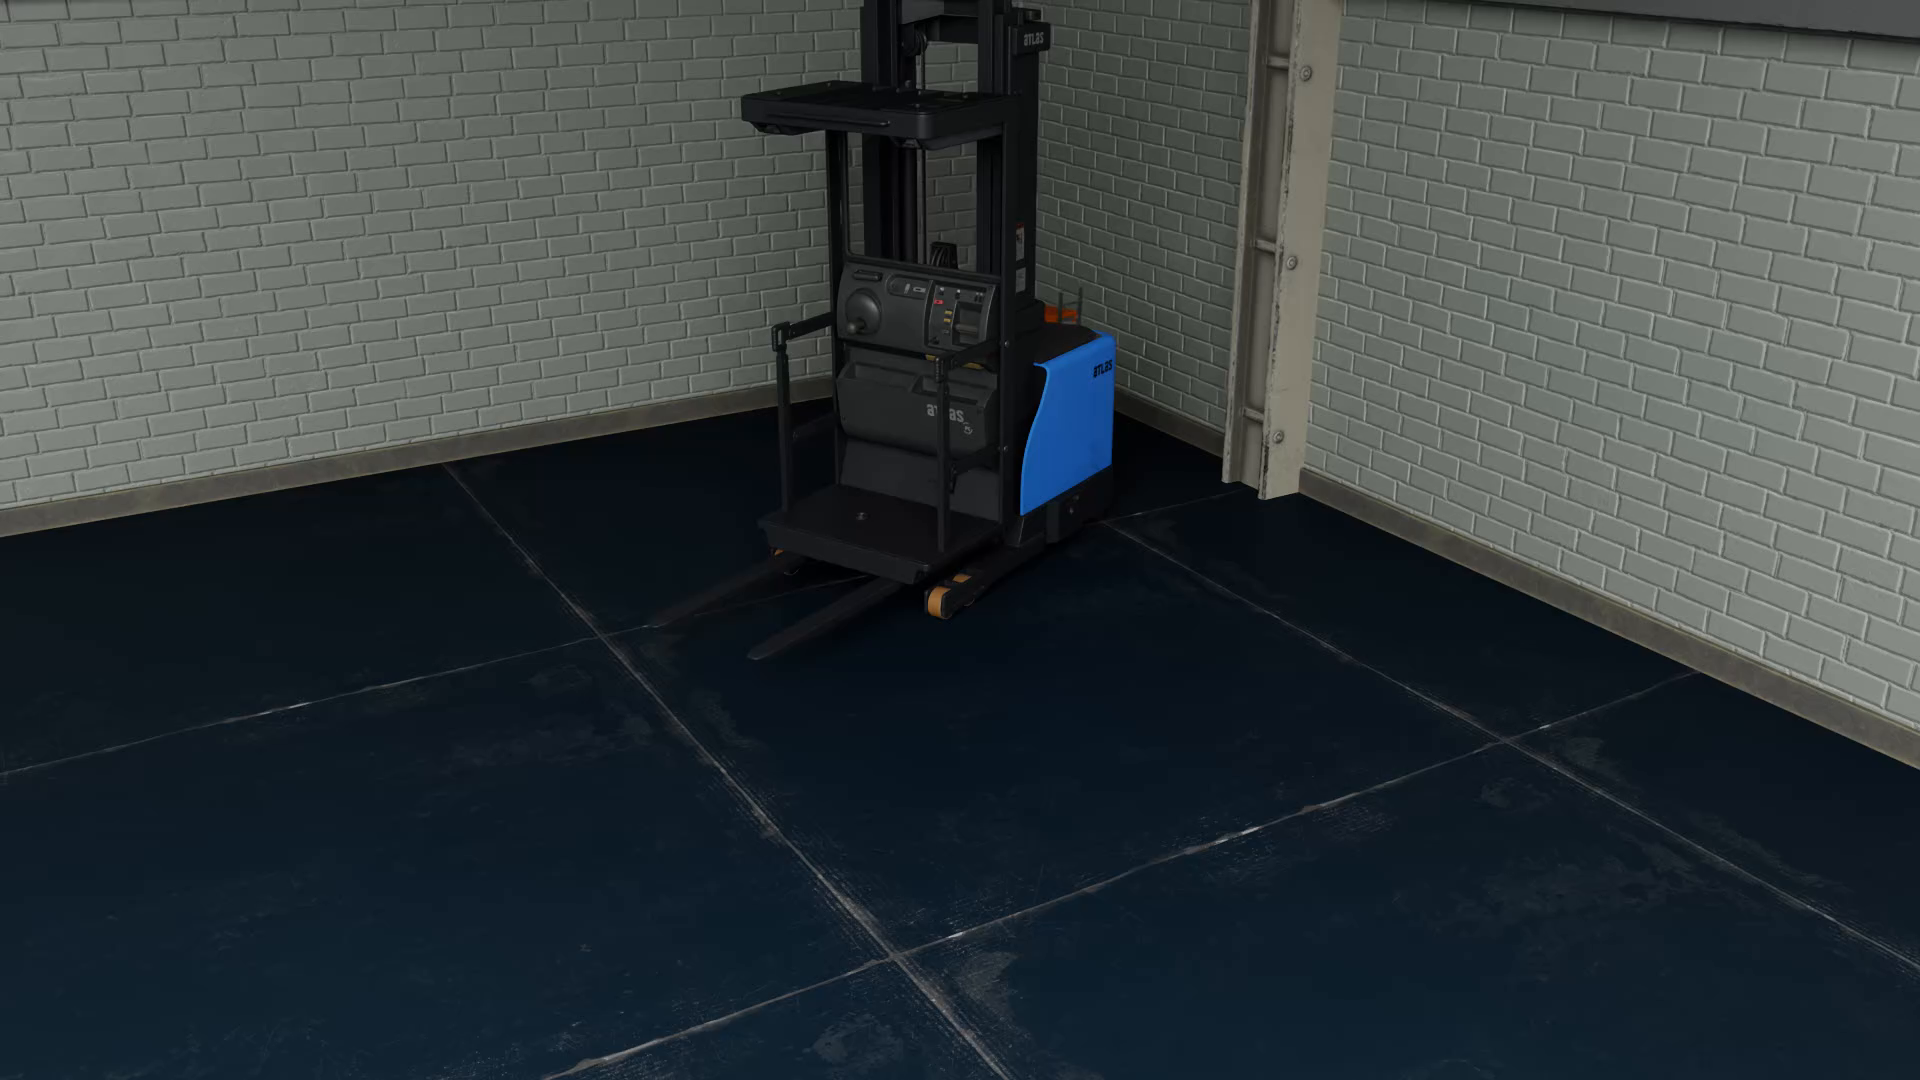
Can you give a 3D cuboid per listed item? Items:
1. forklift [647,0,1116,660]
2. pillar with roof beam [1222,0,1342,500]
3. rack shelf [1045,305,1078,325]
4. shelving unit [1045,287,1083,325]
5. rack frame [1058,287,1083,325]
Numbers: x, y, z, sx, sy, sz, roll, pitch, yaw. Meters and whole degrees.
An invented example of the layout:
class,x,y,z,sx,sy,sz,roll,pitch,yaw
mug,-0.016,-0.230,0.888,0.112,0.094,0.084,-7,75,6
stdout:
class,x,y,z,sx,sy,sz,roll,pitch,yaw
forklift,-0.345,-1.163,8.280,1.130,2.935,3.031,14,26,31
pillar with roof beam,-1.865,-3.672,6.394,9.100,9.000,0.400,-13,25,-28
rack shelf,0.441,-1.318,9.899,0.480,0.148,0.258,15,23,32
shelving unit,0.427,-0.948,10.029,0.503,1.200,0.258,15,23,32
rack frame,0.626,-0.894,9.898,0.015,1.200,0.240,15,23,32
